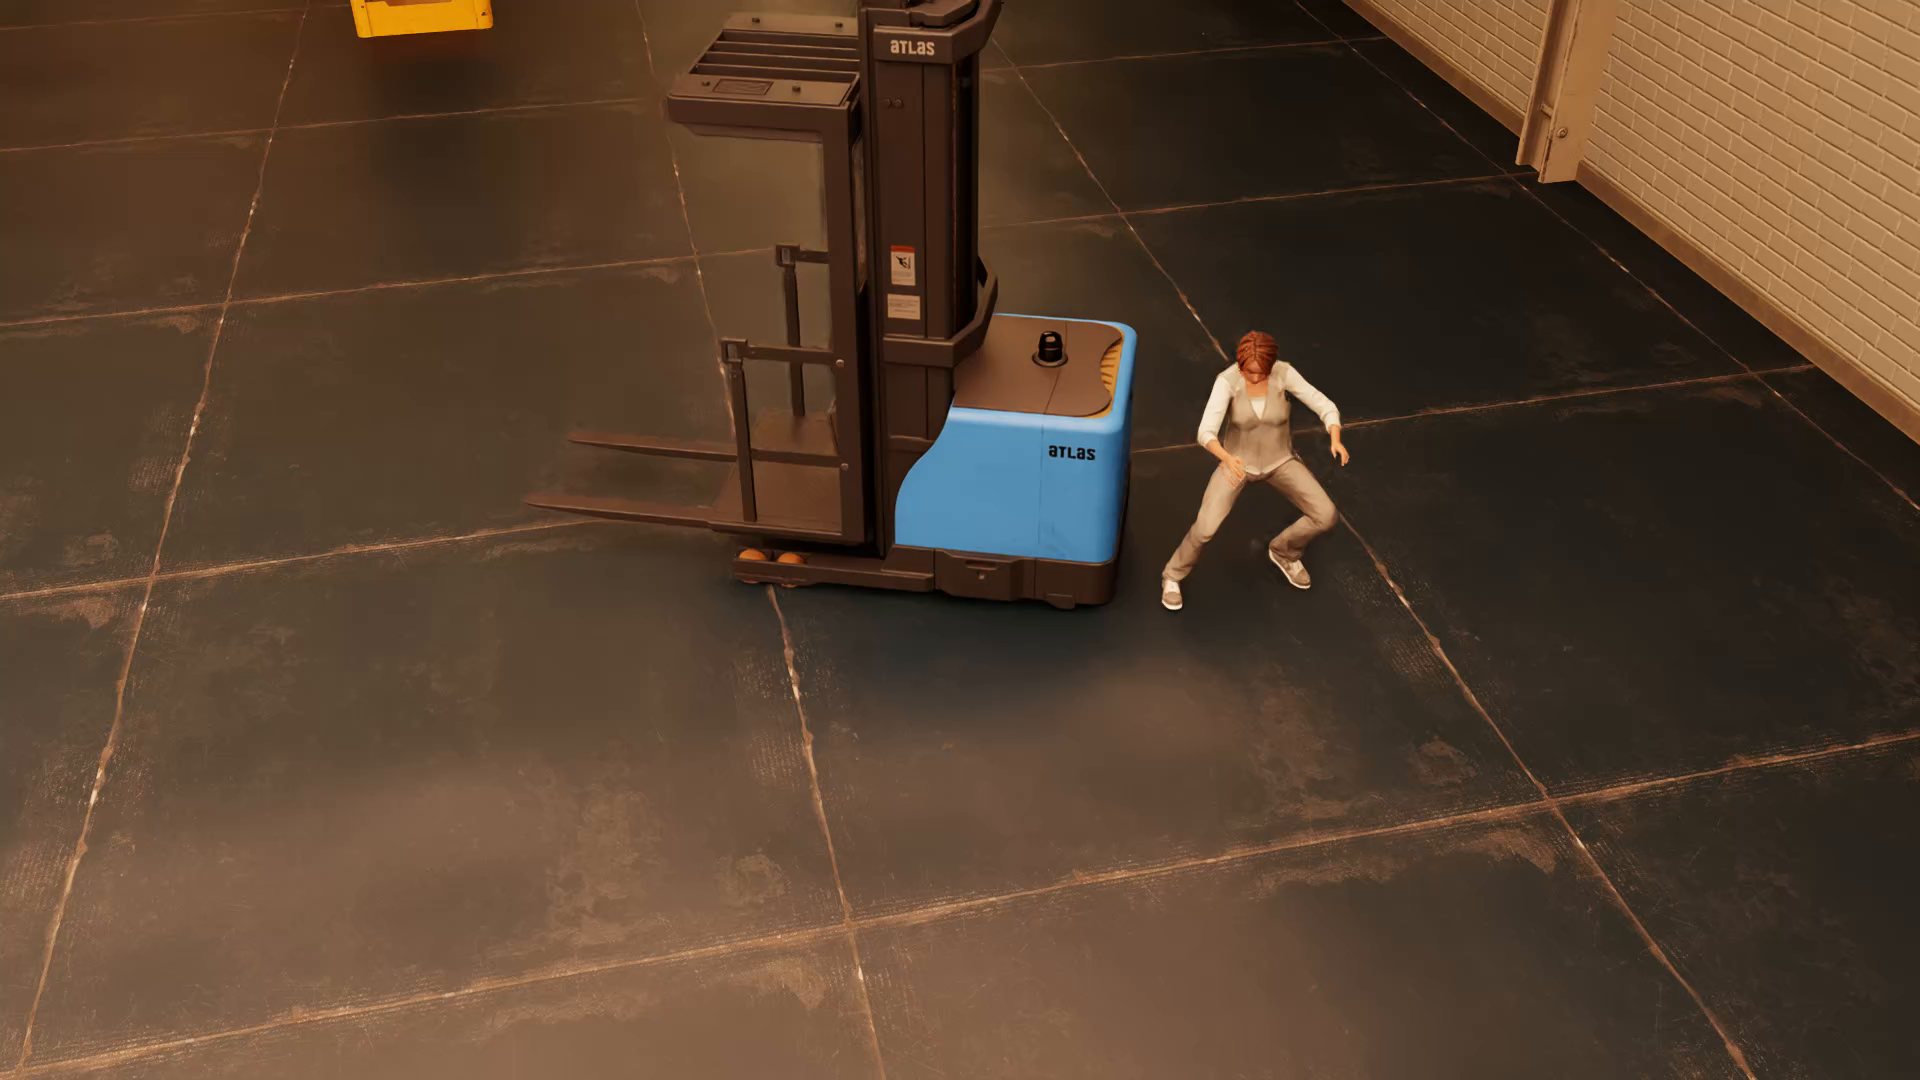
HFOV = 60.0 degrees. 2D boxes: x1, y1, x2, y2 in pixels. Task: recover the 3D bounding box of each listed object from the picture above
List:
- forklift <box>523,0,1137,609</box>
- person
[{"bbox_3d":[-0.676,-1.254,7.793,3.031,2.935,1.130,5,36,7],"label":"forklift"},{"bbox_3d":[1.383,-0.302,7.789,0.796,1.379,0.683,0,36,0],"label":"person"}]
